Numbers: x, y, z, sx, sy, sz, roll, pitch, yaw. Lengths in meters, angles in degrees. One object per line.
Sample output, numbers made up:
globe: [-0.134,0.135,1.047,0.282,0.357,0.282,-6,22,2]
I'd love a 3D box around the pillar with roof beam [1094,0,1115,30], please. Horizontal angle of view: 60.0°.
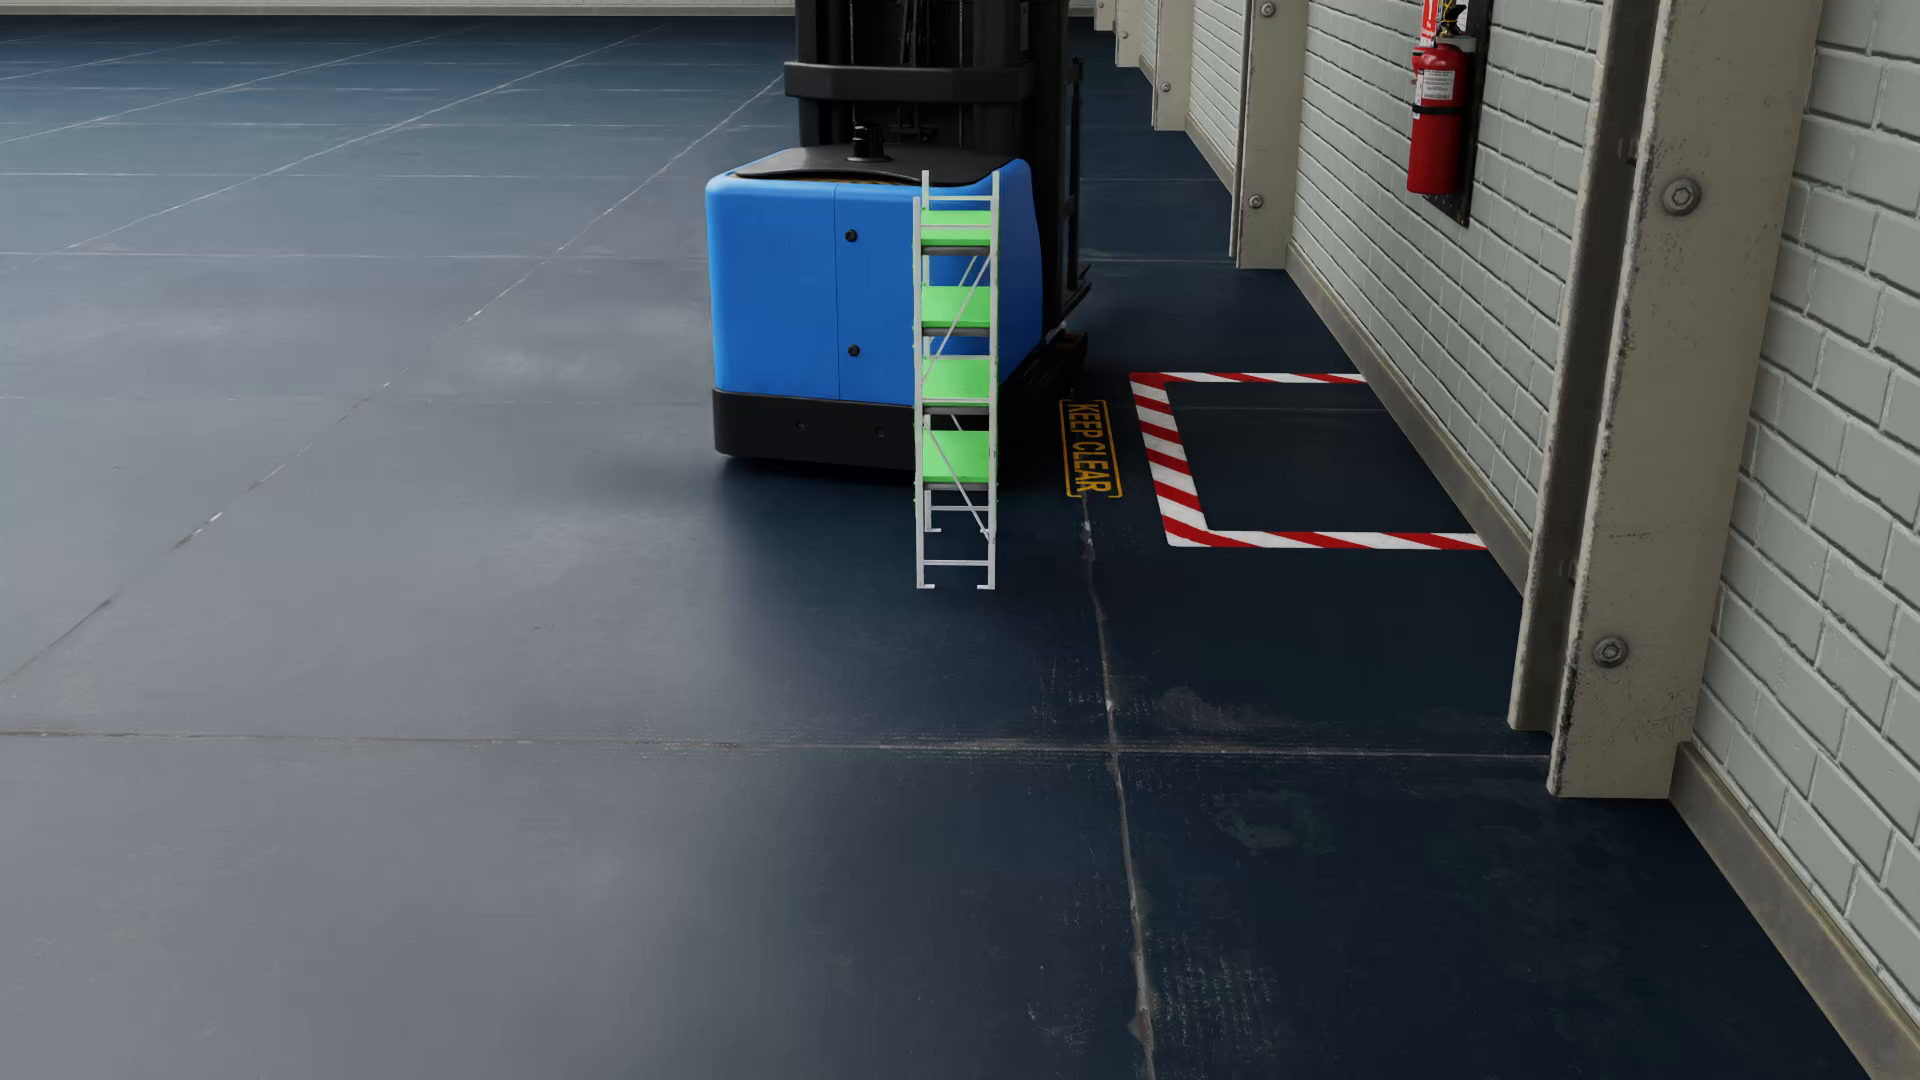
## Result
pillar with roof beam: [-2.003,-12.380,24.995,9.100,9.000,0.400,1,21,2]

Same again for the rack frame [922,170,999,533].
rack frame: [0.002,-0.588,5.385,0.240,1.200,0.015,1,21,2]

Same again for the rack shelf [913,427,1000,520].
rack shelf: [-0.005,-0.216,5.268,0.258,0.148,0.480,1,21,2]

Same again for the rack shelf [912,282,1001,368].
rack shelf: [-0.005,-0.664,5.094,0.258,0.148,0.480,1,21,2]

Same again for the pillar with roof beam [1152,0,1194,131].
pillar with roof beam: [-2.368,-8.041,13.813,9.100,9.000,0.400,1,21,2]

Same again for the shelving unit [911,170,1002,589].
shelving unit: [-0.005,-0.500,5.158,0.258,1.200,0.503,1,21,2]

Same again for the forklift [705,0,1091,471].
forklift: [-0.045,-2.101,6.892,1.130,2.935,3.031,5,22,14]

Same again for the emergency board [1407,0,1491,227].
emergency board: [1.684,-1.751,5.896,0.194,1.169,0.643,1,21,2]

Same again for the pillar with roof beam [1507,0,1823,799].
pillar with roof beam: [-2.733,-3.702,2.631,9.100,9.000,0.400,1,21,2]

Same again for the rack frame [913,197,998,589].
rack frame: [-0.012,-0.411,4.930,0.240,1.200,0.015,1,21,2]

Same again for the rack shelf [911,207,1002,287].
rack shelf: [-0.005,-0.887,5.007,0.258,0.148,0.480,1,21,2]

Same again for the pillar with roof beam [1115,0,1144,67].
pillar with roof beam: [-2.185,-10.211,19.404,9.100,9.000,0.400,1,21,2]

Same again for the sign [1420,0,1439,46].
sign: [1.804,-1.967,6.402,0.001,0.329,0.234,1,21,2]

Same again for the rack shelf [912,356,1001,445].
rack shelf: [-0.005,-0.440,5.181,0.258,0.148,0.480,1,21,2]

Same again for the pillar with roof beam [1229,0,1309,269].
pillar with roof beam: [-2.550,-5.872,8.222,9.100,9.000,0.400,1,21,2]
